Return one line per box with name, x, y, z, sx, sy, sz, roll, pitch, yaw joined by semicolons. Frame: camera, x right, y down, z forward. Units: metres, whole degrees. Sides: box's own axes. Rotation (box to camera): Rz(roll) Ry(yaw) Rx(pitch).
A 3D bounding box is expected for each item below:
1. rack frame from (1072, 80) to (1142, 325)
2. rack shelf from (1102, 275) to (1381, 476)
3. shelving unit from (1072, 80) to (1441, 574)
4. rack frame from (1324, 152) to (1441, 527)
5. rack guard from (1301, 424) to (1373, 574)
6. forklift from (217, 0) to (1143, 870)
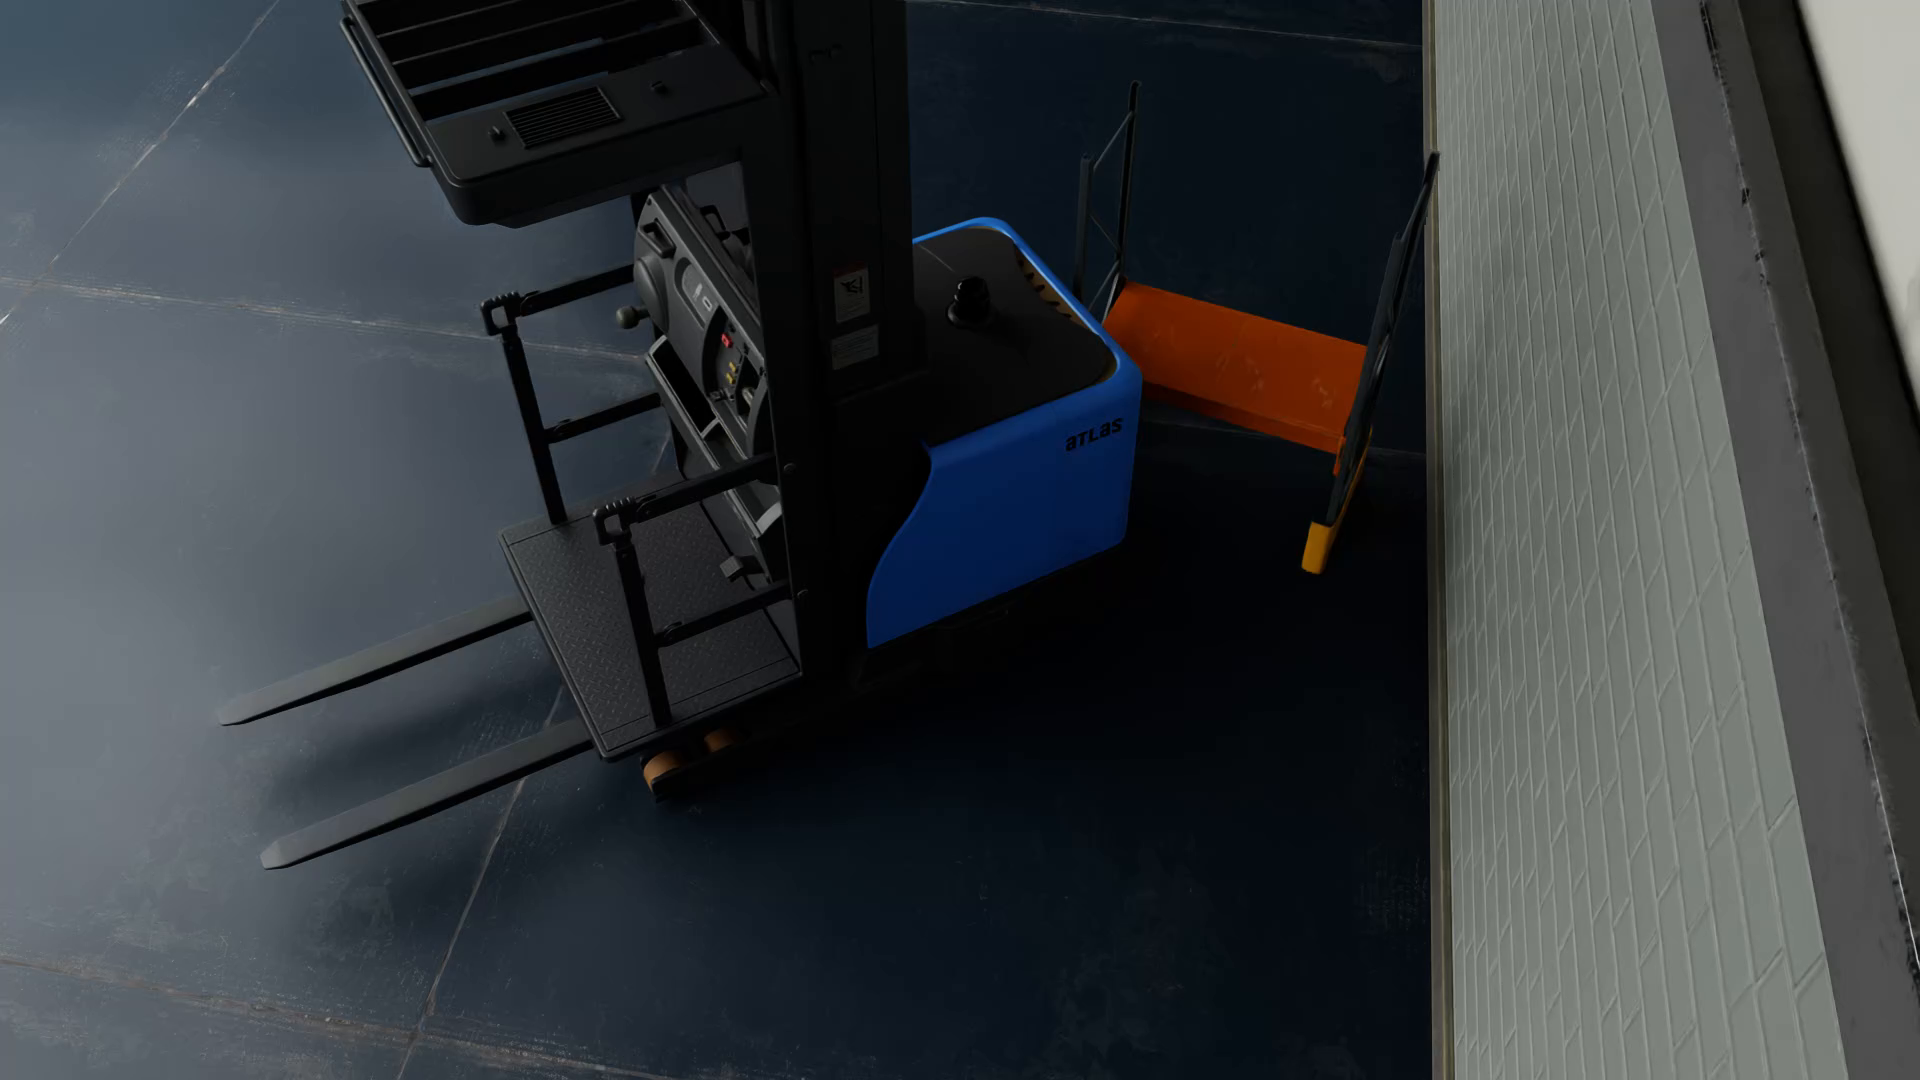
rack frame;0.503;-0.883;6.035;0.032;1.500;0.500;18;51;16
rack shelf;0.967;-0.610;6.031;1.000;0.185;0.538;18;51;16
shelving unit;0.959;-0.733;5.900;1.083;1.500;0.587;18;51;16
rack frame;1.432;-0.576;5.760;0.032;1.500;0.500;18;51;16
rack guard;1.414;-0.165;6.230;0.087;0.250;0.587;18;51;16
forklift;-0.942;-0.584;4.804;3.031;2.935;1.130;-22;52;-19
